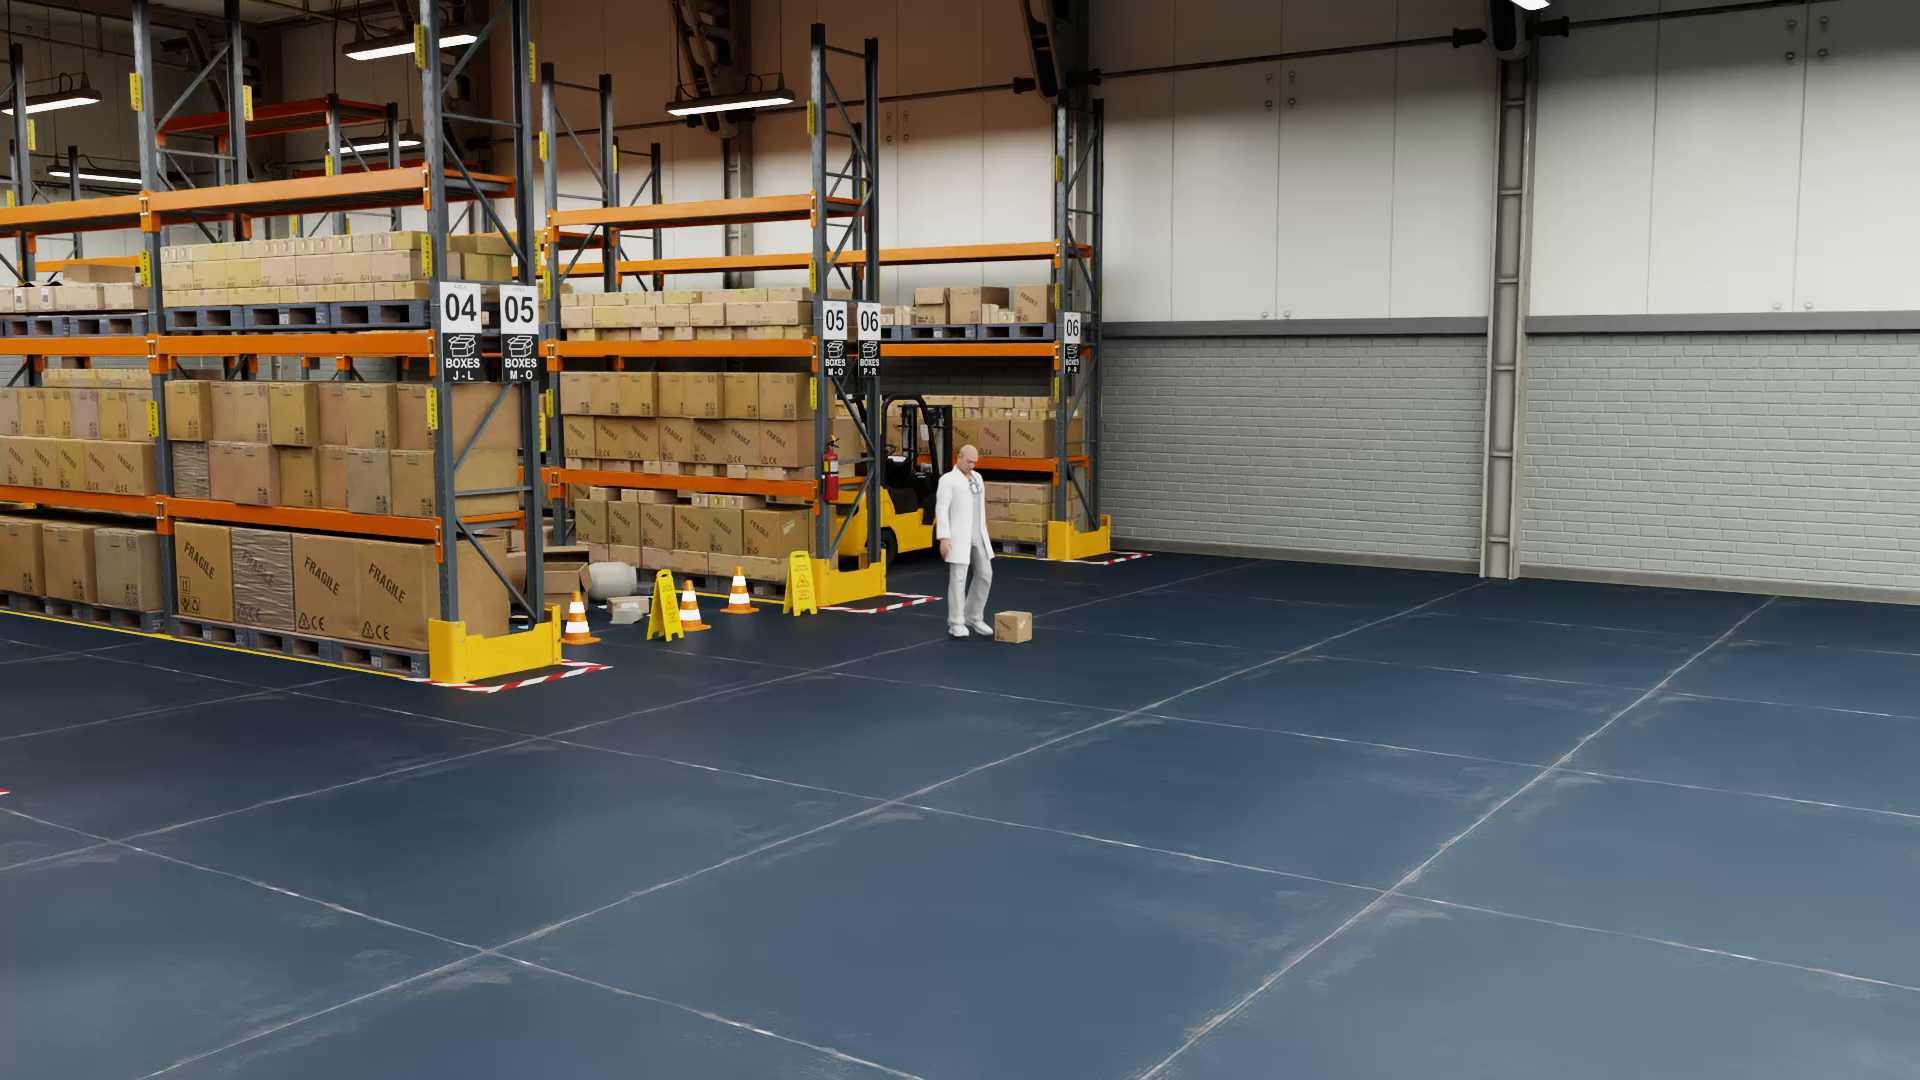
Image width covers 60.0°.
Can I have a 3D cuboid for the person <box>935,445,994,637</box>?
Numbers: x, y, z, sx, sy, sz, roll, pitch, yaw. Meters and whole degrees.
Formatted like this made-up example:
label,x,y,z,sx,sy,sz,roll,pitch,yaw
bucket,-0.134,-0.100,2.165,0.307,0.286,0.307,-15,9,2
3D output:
label,x,y,z,sx,sy,sz,roll,pitch,yaw
person,0.060,0.012,15.574,0.696,1.803,0.442,-6,8,-42
